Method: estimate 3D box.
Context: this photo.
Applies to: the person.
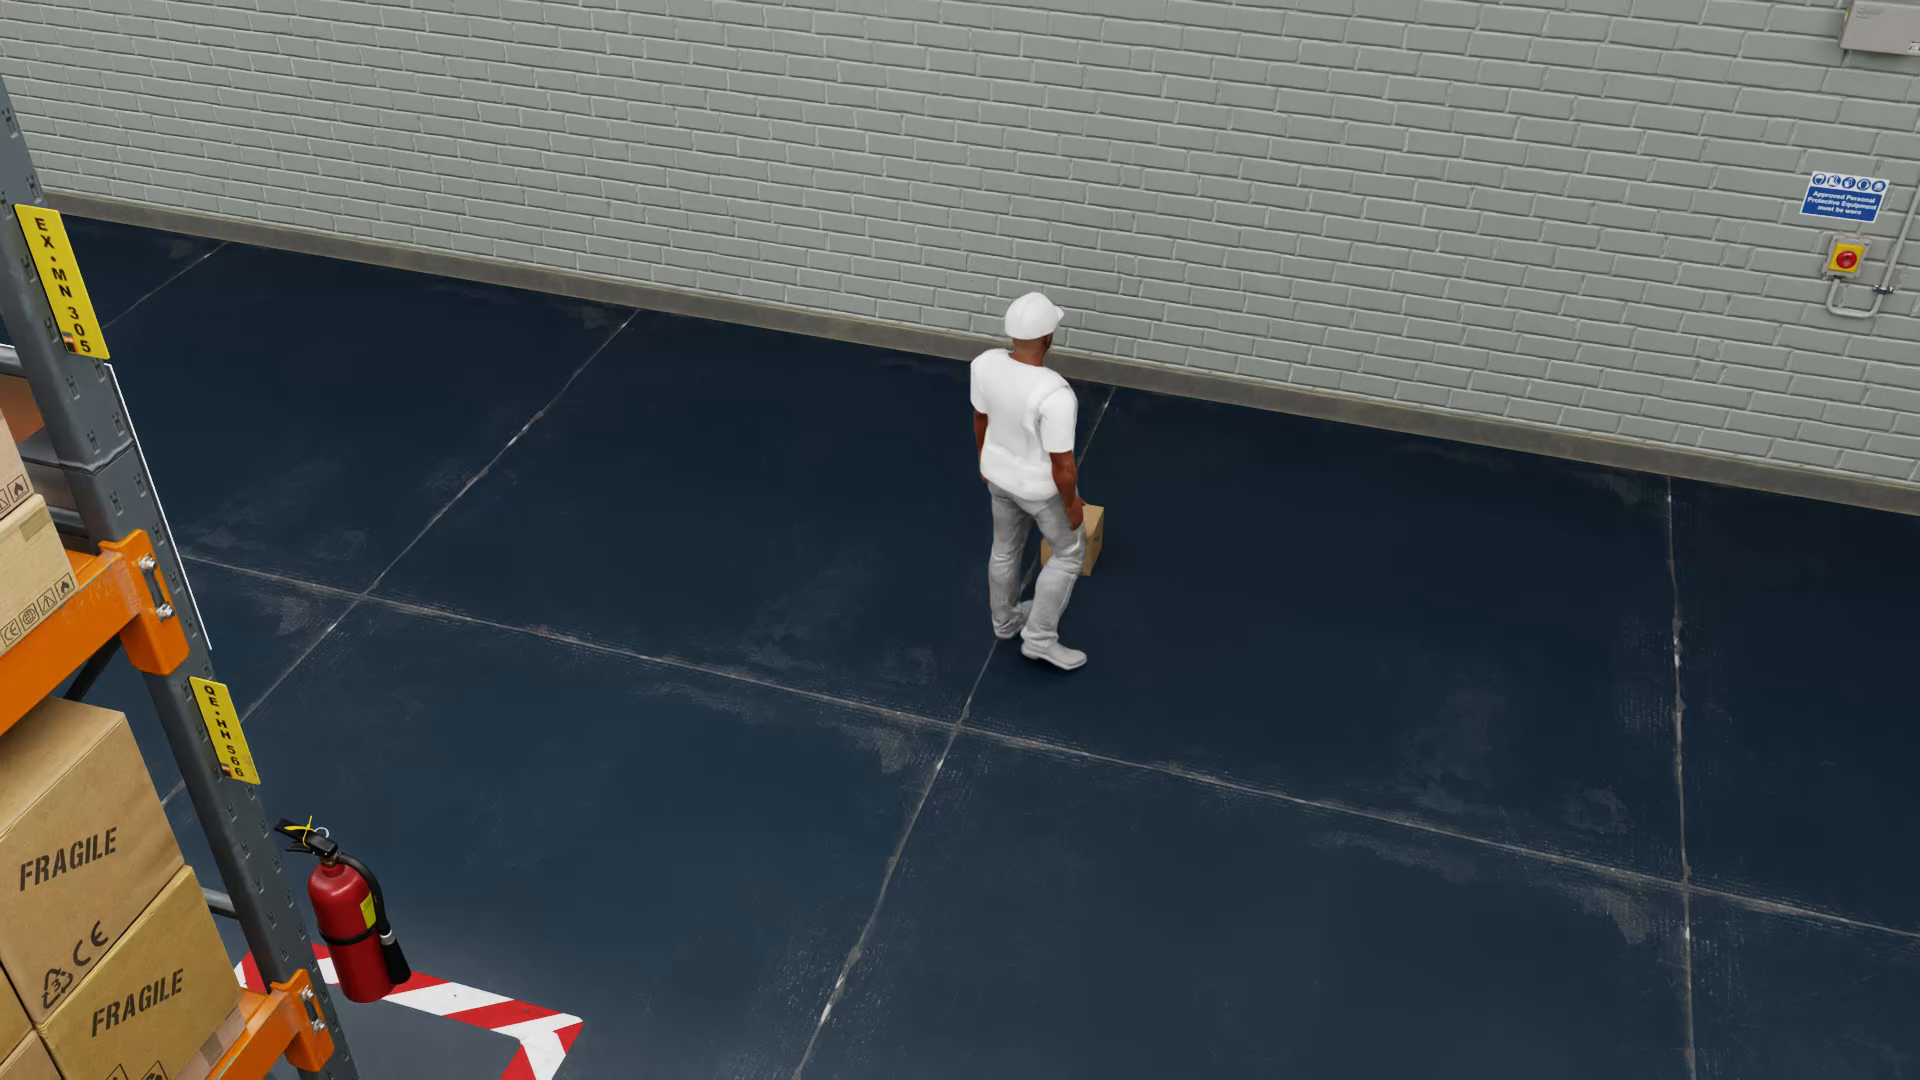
[{"bbox_3d":[0.320,-0.261,7.207,0.666,1.763,0.386,29,46,33],"label":"person"}]
